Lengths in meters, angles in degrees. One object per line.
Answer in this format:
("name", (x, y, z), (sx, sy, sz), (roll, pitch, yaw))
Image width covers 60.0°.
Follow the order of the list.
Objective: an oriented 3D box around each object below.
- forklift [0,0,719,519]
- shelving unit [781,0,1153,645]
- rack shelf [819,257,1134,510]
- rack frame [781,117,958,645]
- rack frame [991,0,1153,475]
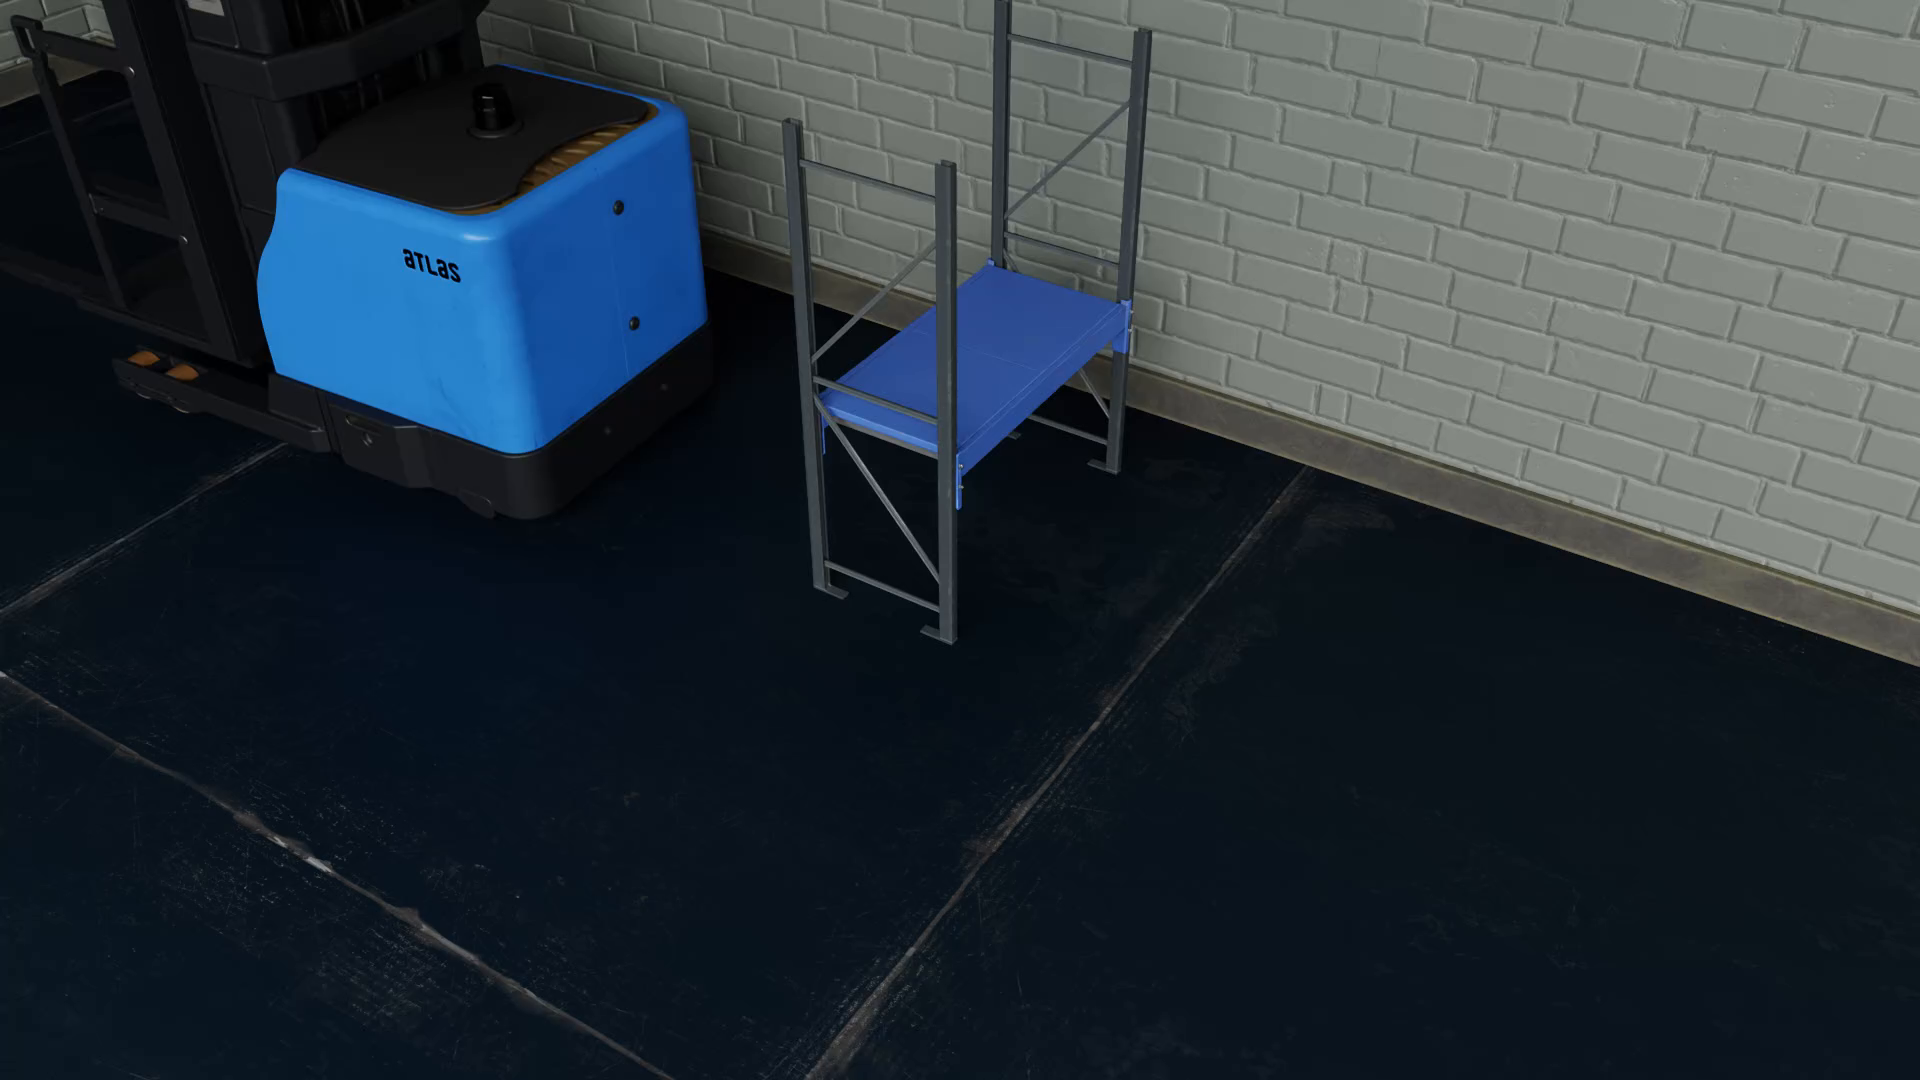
("forklift", (-2.395, -1.868, 5.273), (3.031, 2.935, 1.130), (18, 41, 22))
("shelving unit", (0.046, -0.638, 4.849), (0.538, 1.500, 1.048), (21, 42, 25))
("rack shelf", (0.046, -0.496, 4.959), (0.538, 0.185, 1.000), (21, 42, 25))
("rack frame", (-0.227, -0.376, 4.509), (0.500, 1.500, 0.032), (21, 42, 25))
("rack frame", (0.318, -0.900, 5.189), (0.500, 1.500, 0.032), (21, 42, 25))
